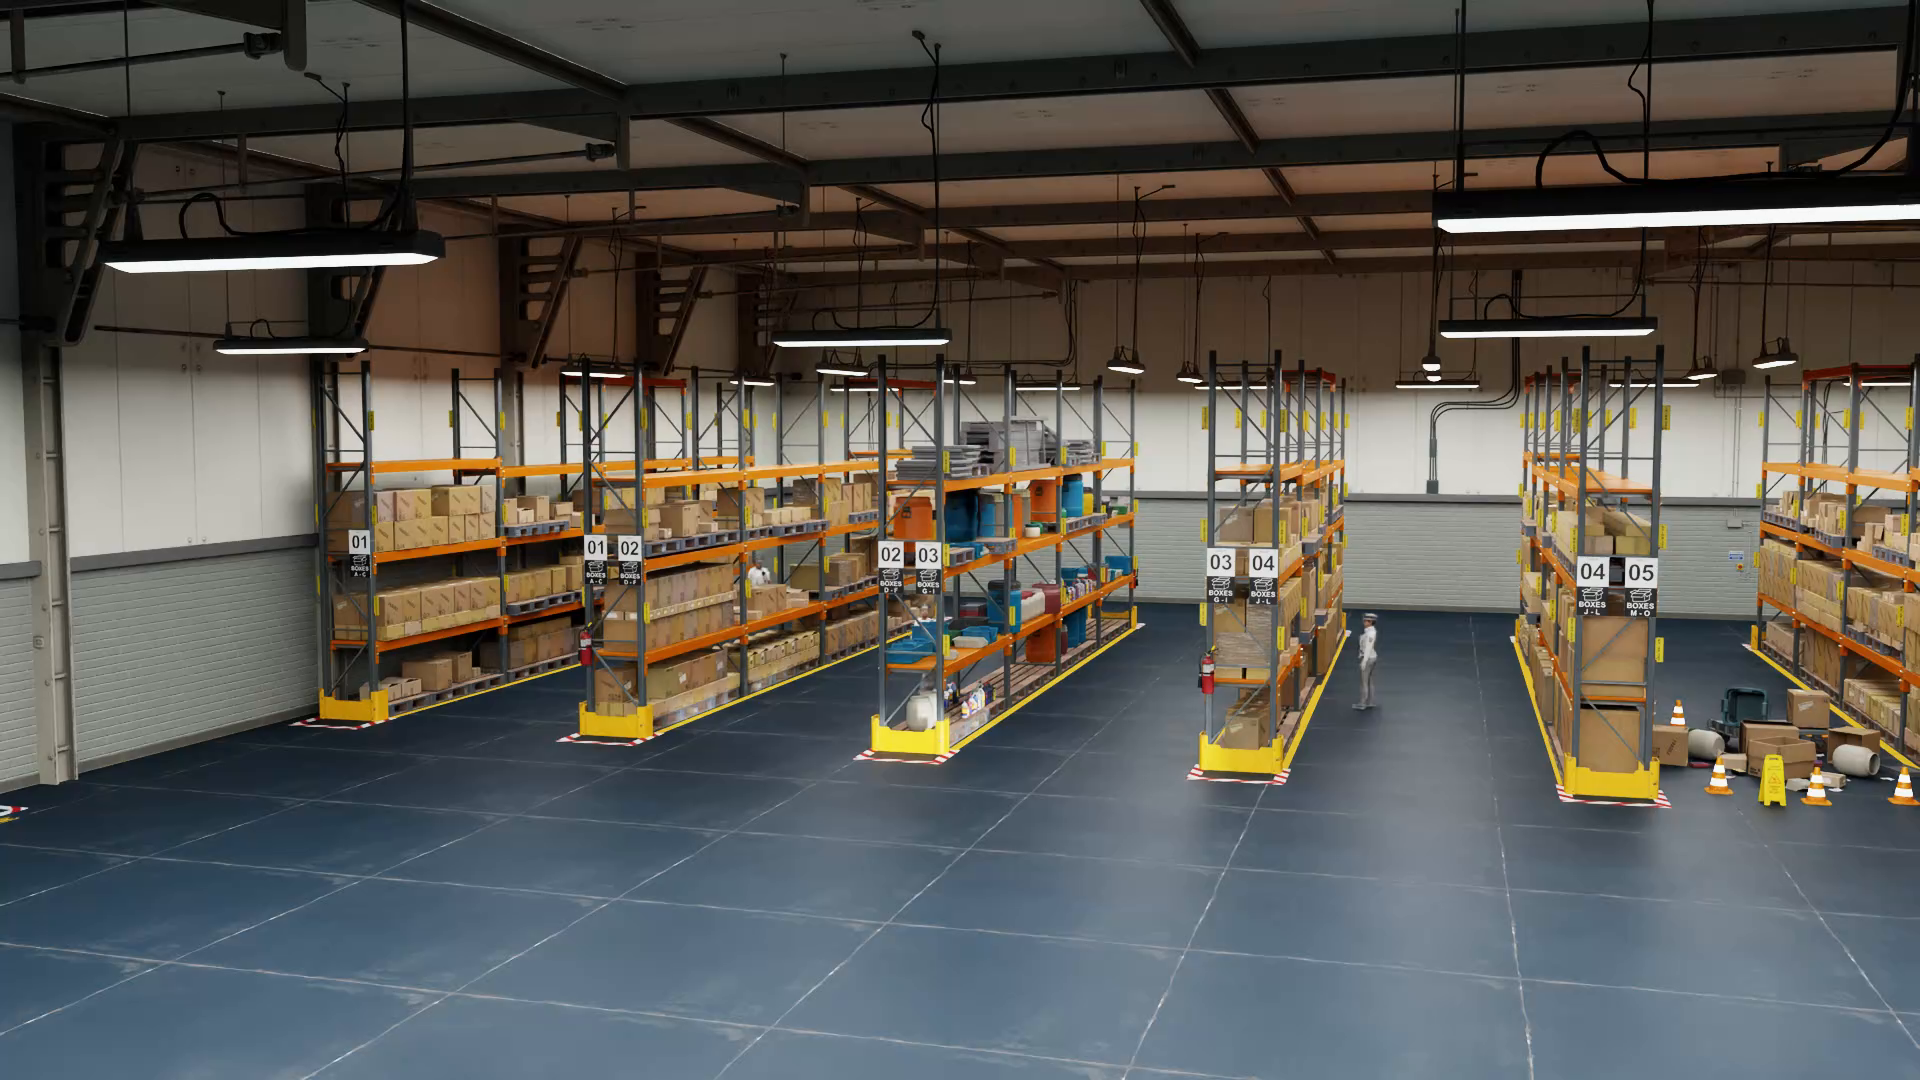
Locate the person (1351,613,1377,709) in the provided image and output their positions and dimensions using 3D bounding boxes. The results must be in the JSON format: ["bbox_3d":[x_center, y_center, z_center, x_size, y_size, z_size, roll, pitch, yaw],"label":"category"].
[{"bbox_3d":[7.036,2.107,28.932,0.397,1.673,0.537,2,4,21],"label":"person"}]

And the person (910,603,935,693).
[{"bbox_3d":[-0.664,1.982,30.707,0.496,1.643,0.962,2,4,22],"label":"person"}]

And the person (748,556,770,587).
[{"bbox_3d":[-4.868,1.249,40.314,0.520,1.722,0.857,1,4,13],"label":"person"}]
